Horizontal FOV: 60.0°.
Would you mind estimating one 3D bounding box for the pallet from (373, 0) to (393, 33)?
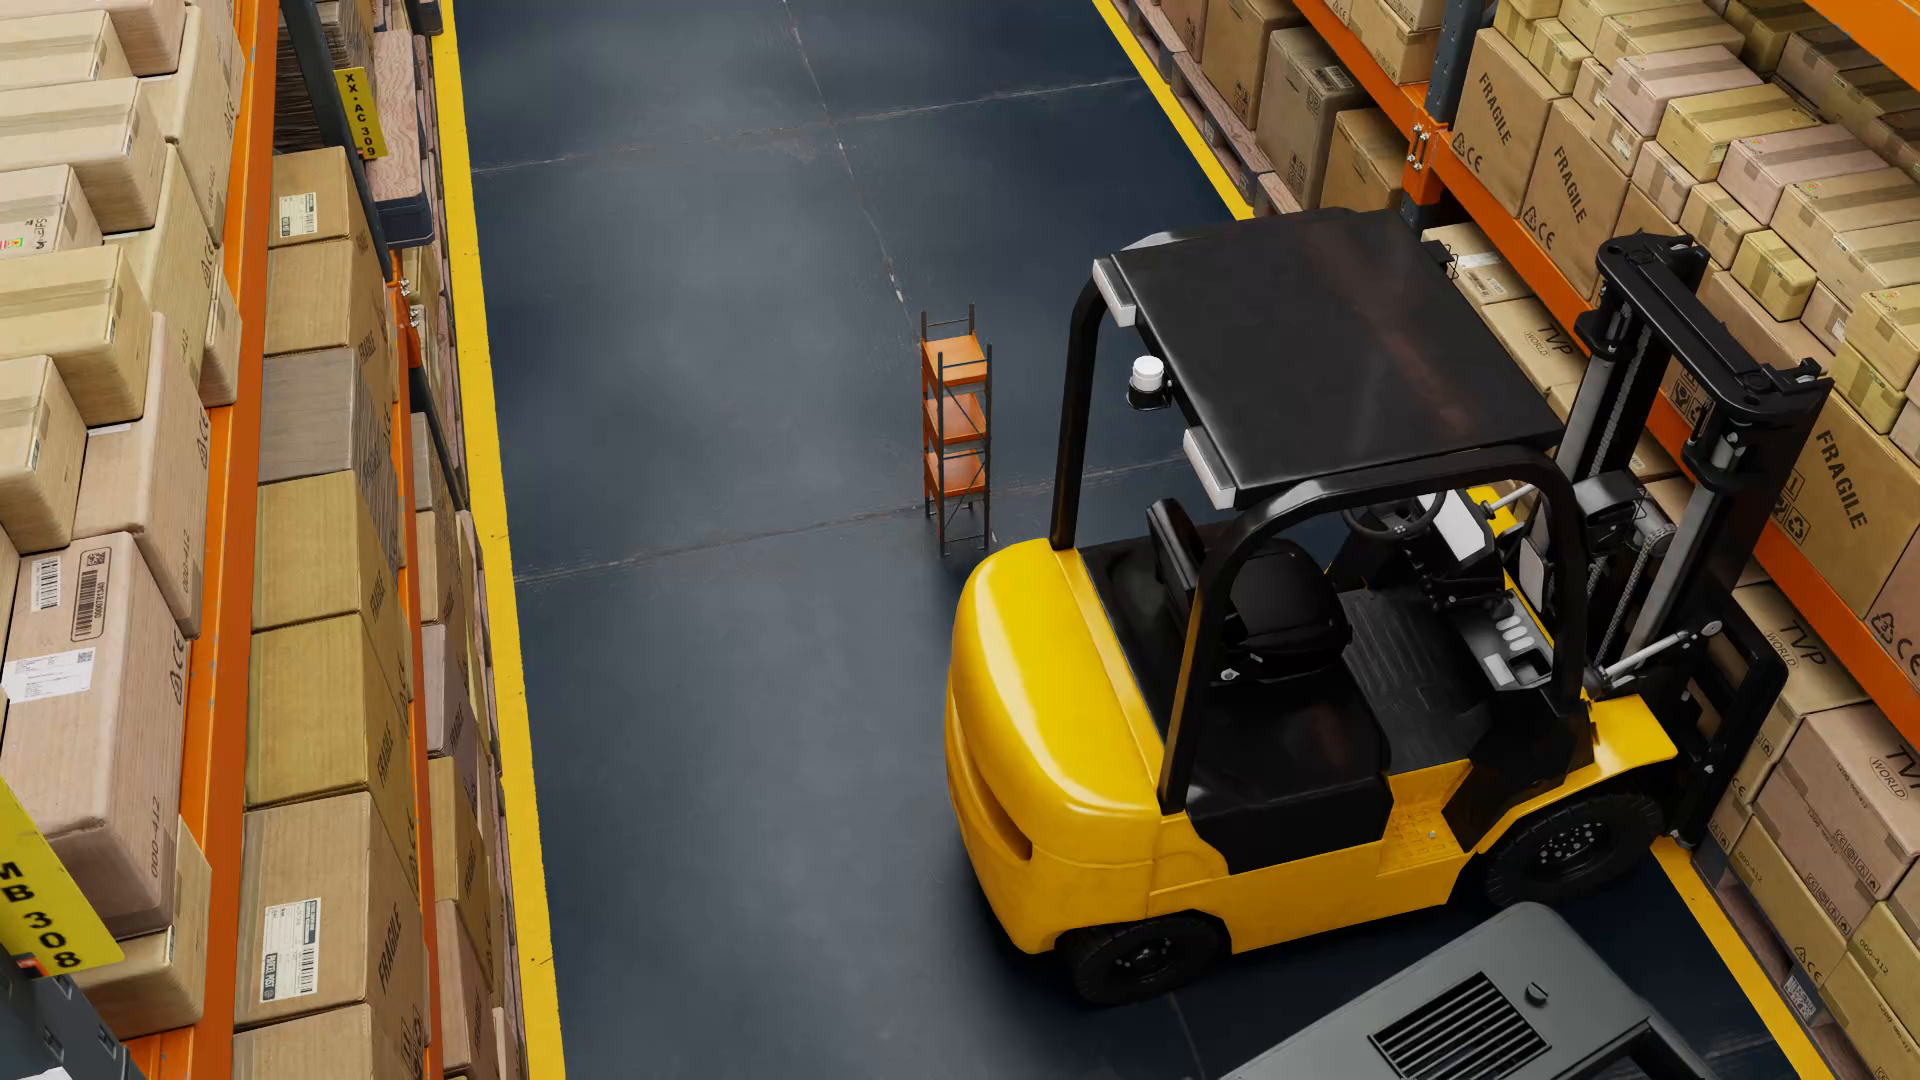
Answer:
[{"bbox_3d":[-2.946,-2.309,7.047,1.003,0.211,1.213,-11,47,-10],"label":"pallet"}]

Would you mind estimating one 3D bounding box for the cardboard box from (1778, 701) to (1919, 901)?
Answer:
[{"bbox_3d":[2.797,0.730,4.865,0.500,0.250,0.500,-10,46,-10],"label":"cardboard box"}]

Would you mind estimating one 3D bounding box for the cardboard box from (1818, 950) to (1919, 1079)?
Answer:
[{"bbox_3d":[2.927,1.426,4.883,0.500,0.250,0.500,-10,46,-10],"label":"cardboard box"}]

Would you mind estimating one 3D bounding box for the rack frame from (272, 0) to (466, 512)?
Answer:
[{"bbox_3d":[-2.468,-0.974,5.604,1.000,3.000,0.127,-11,47,-10],"label":"rack frame"}]

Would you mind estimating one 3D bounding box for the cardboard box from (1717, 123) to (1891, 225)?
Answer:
[{"bbox_3d":[2.530,-1.101,4.997,0.380,0.149,0.250,-11,47,-10],"label":"cardboard box"}]

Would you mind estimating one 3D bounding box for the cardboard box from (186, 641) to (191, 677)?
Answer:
[{"bbox_3d":[-1.404,0.183,2.546,0.380,0.149,0.250,-10,46,-9],"label":"cardboard box"}]

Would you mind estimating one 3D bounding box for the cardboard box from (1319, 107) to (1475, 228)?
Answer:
[{"bbox_3d":[2.184,-1.558,7.546,0.875,0.625,0.625,-9,46,-9],"label":"cardboard box"}]

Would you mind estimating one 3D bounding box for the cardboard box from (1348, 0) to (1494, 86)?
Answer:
[{"bbox_3d":[1.947,-2.132,6.844,0.500,0.250,0.500,-10,46,-9],"label":"cardboard box"}]

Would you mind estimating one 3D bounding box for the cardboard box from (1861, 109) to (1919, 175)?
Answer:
[{"bbox_3d":[2.999,-1.195,5.089,0.380,0.149,0.250,-11,47,-11],"label":"cardboard box"}]

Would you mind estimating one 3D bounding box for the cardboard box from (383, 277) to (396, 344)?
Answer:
[{"bbox_3d":[-2.091,-0.720,5.531,0.380,0.149,0.250,-11,47,-11],"label":"cardboard box"}]

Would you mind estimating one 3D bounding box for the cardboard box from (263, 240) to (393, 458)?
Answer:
[{"bbox_3d":[-1.976,-0.498,4.859,0.500,0.500,0.500,-9,46,-9],"label":"cardboard box"}]

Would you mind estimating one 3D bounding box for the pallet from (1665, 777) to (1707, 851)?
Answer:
[{"bbox_3d":[2.808,0.492,6.120,1.003,0.211,1.213,-11,47,-10],"label":"pallet"}]

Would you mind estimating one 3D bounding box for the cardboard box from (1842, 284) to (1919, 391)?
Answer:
[{"bbox_3d":[2.634,-0.560,4.467,0.380,0.149,0.250,-10,46,-10],"label":"cardboard box"}]

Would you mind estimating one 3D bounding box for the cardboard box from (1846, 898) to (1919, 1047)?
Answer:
[{"bbox_3d":[2.926,1.239,4.717,0.500,0.250,0.500,-11,47,-11],"label":"cardboard box"}]

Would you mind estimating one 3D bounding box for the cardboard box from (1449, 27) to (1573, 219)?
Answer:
[{"bbox_3d":[2.190,-1.565,6.114,0.500,0.500,0.500,-12,47,-11],"label":"cardboard box"}]

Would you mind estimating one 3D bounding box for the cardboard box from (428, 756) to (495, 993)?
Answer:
[{"bbox_3d":[-1.649,1.009,4.767,0.500,0.500,0.500,-10,46,-10],"label":"cardboard box"}]

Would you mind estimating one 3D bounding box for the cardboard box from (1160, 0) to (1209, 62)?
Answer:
[{"bbox_3d":[1.626,-3.079,9.036,0.875,0.625,0.625,-9,46,-9],"label":"cardboard box"}]

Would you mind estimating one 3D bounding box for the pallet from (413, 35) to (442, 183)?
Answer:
[{"bbox_3d":[-3.294,-2.220,8.778,1.003,0.211,1.213,-11,47,-10],"label":"pallet"}]

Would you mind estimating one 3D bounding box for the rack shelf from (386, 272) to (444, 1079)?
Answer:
[{"bbox_3d":[-1.956,0.658,4.508,1.077,0.370,4.000,-11,47,-10],"label":"rack shelf"}]

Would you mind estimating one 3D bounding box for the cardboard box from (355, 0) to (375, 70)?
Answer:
[{"bbox_3d":[-2.440,-1.982,6.020,0.500,0.500,0.500,-11,47,-10],"label":"cardboard box"}]

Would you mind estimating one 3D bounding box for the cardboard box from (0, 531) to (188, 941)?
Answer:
[{"bbox_3d":[-1.316,0.290,2.162,0.500,0.250,0.500,-11,47,-11],"label":"cardboard box"}]

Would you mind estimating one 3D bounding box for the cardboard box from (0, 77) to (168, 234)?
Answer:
[{"bbox_3d":[-1.559,-0.627,2.782,0.380,0.149,0.250,-10,46,-9],"label":"cardboard box"}]

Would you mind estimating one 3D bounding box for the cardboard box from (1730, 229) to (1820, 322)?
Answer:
[{"bbox_3d":[2.533,-0.807,4.916,0.380,0.149,0.250,-12,47,-11],"label":"cardboard box"}]

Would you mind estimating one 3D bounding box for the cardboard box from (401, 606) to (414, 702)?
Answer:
[{"bbox_3d":[-1.691,0.334,4.498,0.380,0.149,0.250,-10,46,-10],"label":"cardboard box"}]

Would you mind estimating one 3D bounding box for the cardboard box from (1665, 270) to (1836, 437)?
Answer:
[{"bbox_3d":[2.578,-0.508,5.078,0.500,0.500,0.500,-10,46,-10],"label":"cardboard box"}]

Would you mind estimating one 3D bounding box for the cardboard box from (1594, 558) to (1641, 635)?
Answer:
[{"bbox_3d":[2.531,0.192,5.743,0.500,0.250,0.500,-11,47,-10],"label":"cardboard box"}]

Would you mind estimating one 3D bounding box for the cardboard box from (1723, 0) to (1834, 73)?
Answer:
[{"bbox_3d":[2.808,-1.724,5.607,0.380,0.149,0.250,-11,47,-11],"label":"cardboard box"}]

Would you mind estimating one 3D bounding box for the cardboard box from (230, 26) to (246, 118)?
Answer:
[{"bbox_3d":[-1.843,-1.061,3.765,0.380,0.149,0.250,-10,46,-9],"label":"cardboard box"}]

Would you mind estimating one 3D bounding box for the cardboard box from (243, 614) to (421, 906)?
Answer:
[{"bbox_3d":[-1.565,0.562,3.821,0.500,0.500,0.500,-12,47,-11],"label":"cardboard box"}]

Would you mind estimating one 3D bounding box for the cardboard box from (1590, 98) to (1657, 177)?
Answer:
[{"bbox_3d":[2.309,-1.341,5.440,0.380,0.149,0.250,-10,46,-9],"label":"cardboard box"}]

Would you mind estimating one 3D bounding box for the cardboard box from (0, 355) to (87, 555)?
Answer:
[{"bbox_3d":[-1.423,-0.091,2.257,0.380,0.149,0.250,-11,47,-10],"label":"cardboard box"}]

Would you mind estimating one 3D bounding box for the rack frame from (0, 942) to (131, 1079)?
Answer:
[{"bbox_3d":[-1.444,-0.312,0.755,1.000,3.000,0.127,-11,47,-10],"label":"rack frame"}]

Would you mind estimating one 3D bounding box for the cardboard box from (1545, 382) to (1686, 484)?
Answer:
[{"bbox_3d":[2.409,-0.331,5.905,0.500,0.250,0.500,-9,46,-9],"label":"cardboard box"}]

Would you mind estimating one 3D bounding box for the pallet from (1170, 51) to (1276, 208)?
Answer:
[{"bbox_3d":[1.787,-2.254,8.811,1.003,0.211,1.213,-11,47,-10],"label":"pallet"}]

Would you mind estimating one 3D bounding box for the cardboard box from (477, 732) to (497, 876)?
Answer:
[{"bbox_3d":[-1.786,0.918,5.381,0.500,0.250,0.500,-10,46,-10],"label":"cardboard box"}]

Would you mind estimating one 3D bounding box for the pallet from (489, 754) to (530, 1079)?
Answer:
[{"bbox_3d":[-1.946,1.303,5.325,1.003,0.211,1.213,-11,47,-10],"label":"pallet"}]

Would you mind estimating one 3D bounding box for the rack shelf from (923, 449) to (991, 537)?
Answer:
[{"bbox_3d":[-0.014,-0.202,6.617,0.215,0.259,0.240,-11,47,-10],"label":"rack shelf"}]

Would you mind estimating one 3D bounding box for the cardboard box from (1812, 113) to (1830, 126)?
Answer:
[{"bbox_3d":[2.894,-1.260,5.360,0.380,0.149,0.250,-9,46,-9],"label":"cardboard box"}]

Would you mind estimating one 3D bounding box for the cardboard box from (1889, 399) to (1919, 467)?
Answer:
[{"bbox_3d":[2.725,-0.283,4.403,0.380,0.149,0.250,-12,47,-12],"label":"cardboard box"}]

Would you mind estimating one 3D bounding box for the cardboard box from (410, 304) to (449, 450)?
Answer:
[{"bbox_3d":[-2.605,-0.563,6.747,0.950,0.372,0.625,-10,46,-10],"label":"cardboard box"}]

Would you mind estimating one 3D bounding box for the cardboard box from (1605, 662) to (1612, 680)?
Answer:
[{"bbox_3d":[2.535,0.379,5.909,0.500,0.250,0.500,-9,46,-9],"label":"cardboard box"}]

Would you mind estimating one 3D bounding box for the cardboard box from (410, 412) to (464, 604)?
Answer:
[{"bbox_3d":[-2.058,-0.062,5.816,0.500,0.500,0.500,-11,47,-11],"label":"cardboard box"}]

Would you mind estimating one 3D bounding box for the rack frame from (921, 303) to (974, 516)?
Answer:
[{"bbox_3d":[-0.045,-0.489,6.494,0.200,1.050,0.008,-11,47,-10],"label":"rack frame"}]

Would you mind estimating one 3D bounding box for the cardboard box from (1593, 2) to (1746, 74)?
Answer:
[{"bbox_3d":[2.352,-1.638,5.522,0.380,0.149,0.250,-11,47,-11],"label":"cardboard box"}]

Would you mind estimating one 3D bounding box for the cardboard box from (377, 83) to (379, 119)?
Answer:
[{"bbox_3d":[-2.360,-1.647,6.145,0.380,0.149,0.250,-10,46,-9],"label":"cardboard box"}]

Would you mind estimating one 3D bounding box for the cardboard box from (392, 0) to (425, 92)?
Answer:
[{"bbox_3d":[-3.357,-2.571,8.715,0.950,0.372,0.625,-14,47,-13],"label":"cardboard box"}]

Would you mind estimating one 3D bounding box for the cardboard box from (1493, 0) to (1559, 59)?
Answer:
[{"bbox_3d":[2.156,-1.878,5.966,0.380,0.149,0.250,-11,47,-11],"label":"cardboard box"}]

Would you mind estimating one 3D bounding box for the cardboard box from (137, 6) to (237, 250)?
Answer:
[{"bbox_3d":[-1.704,-0.769,3.200,0.500,0.250,0.500,-10,46,-9],"label":"cardboard box"}]

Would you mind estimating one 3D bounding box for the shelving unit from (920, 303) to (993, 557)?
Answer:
[{"bbox_3d":[-0.014,-0.404,6.411,0.215,1.050,0.252,-11,47,-10],"label":"shelving unit"}]

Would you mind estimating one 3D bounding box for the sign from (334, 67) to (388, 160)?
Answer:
[{"bbox_3d":[-1.946,-1.382,5.398,0.100,0.325,0.005,-11,47,-10],"label":"sign"}]
